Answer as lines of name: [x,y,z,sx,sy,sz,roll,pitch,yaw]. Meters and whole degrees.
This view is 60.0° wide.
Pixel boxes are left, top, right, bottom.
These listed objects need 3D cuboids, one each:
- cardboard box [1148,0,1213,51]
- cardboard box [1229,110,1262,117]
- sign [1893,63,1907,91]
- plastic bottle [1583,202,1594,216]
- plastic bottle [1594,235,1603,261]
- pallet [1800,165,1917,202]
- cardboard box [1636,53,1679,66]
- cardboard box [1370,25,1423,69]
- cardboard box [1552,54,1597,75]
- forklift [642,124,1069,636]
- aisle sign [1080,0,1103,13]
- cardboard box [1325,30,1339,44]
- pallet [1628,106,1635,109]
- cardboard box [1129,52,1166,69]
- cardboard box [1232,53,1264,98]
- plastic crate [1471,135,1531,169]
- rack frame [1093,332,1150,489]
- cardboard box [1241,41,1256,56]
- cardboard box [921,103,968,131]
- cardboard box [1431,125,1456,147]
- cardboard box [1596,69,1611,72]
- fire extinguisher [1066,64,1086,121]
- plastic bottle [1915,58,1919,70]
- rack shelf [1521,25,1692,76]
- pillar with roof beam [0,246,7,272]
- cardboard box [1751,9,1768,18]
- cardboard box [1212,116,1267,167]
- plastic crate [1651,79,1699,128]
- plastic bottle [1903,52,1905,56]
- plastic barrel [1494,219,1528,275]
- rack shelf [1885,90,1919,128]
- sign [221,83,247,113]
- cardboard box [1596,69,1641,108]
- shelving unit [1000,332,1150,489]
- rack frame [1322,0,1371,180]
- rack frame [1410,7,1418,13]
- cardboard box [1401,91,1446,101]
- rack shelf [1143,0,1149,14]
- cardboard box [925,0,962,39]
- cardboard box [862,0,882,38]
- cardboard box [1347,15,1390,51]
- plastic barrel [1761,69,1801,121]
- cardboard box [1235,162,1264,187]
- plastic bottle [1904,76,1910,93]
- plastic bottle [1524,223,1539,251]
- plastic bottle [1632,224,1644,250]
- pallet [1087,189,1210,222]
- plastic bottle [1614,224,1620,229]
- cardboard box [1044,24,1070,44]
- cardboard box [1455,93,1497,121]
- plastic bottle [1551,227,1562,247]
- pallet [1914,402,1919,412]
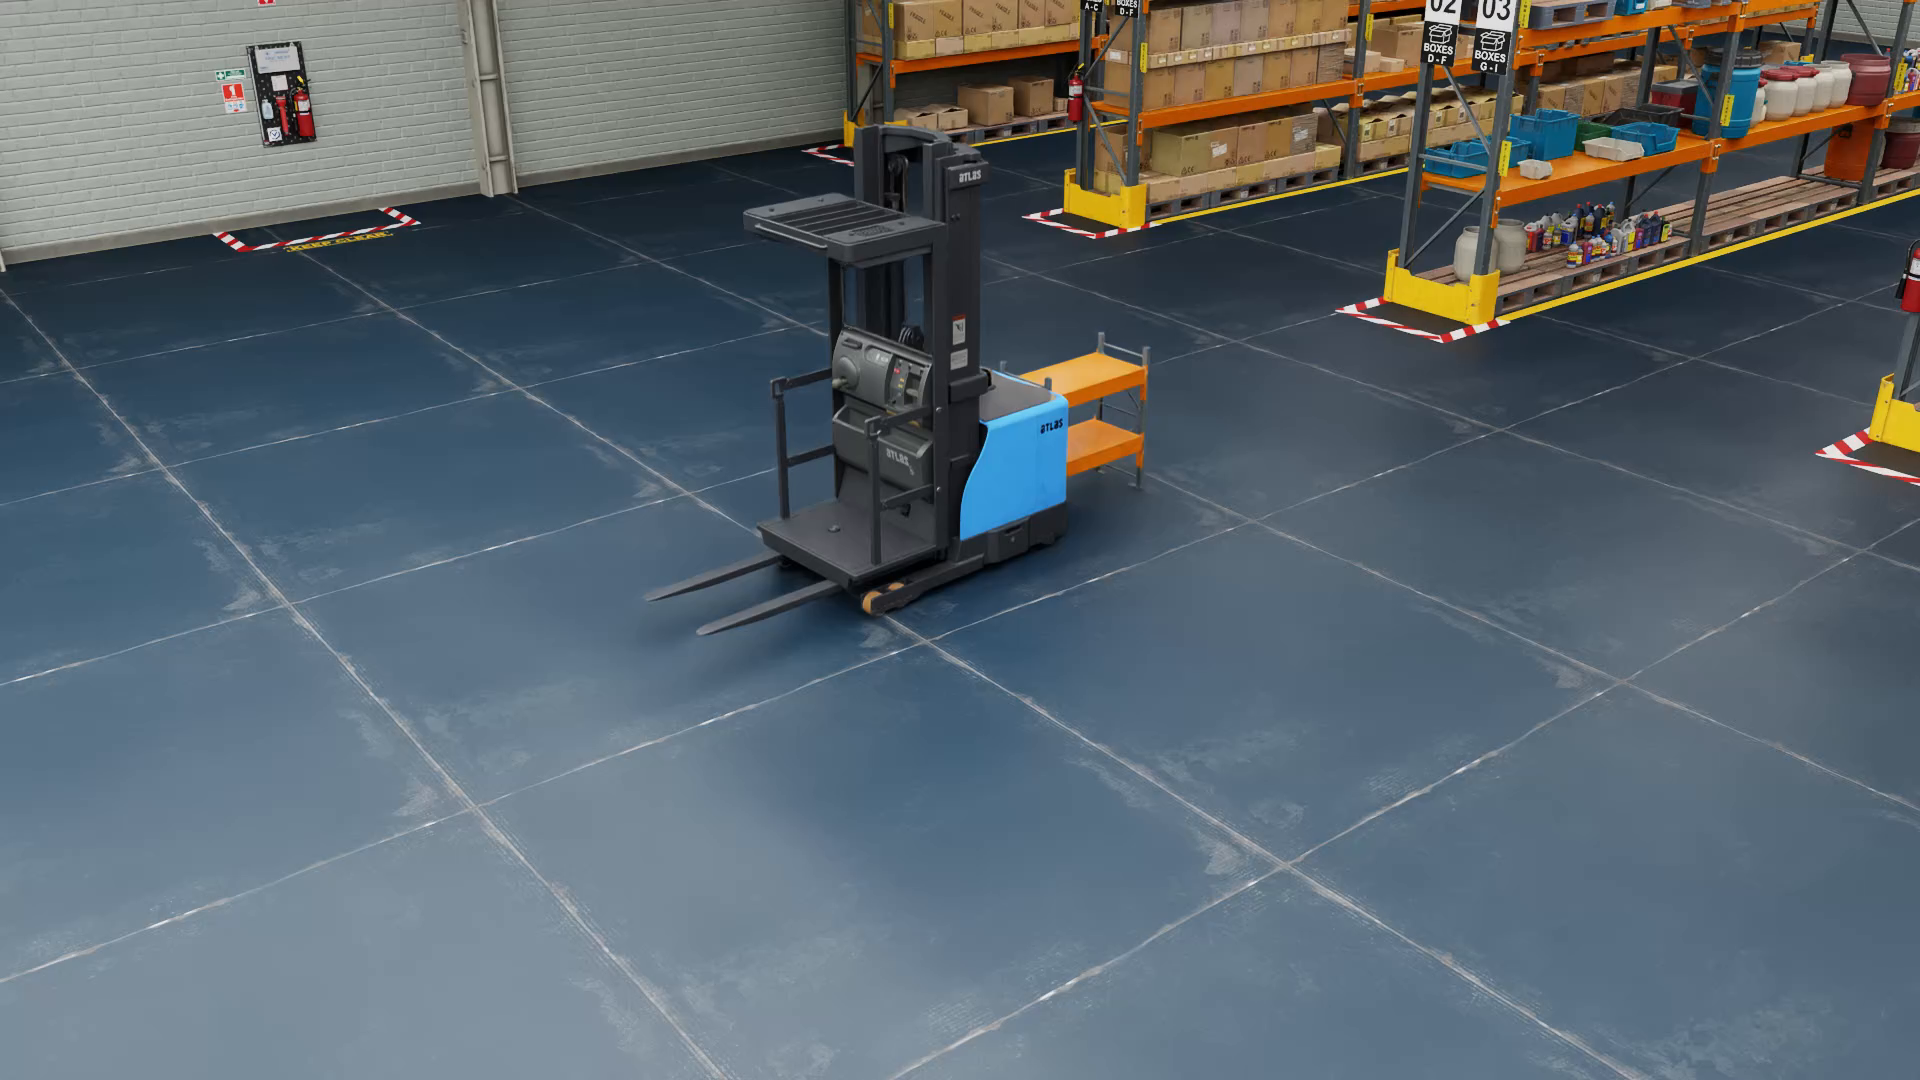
cardboard box: [2.607,-6.222,20.061,0.500,0.500,0.700,-19,31,-35]
cardboard box: [3.582,-5.365,21.751,0.500,0.500,0.500,-18,31,-34]
sign: [11.474,-5.649,20.292,0.005,0.325,0.100,-18,31,-34]
plastic bottle: [7.090,-3.642,18.786,0.185,0.351,0.144,-17,30,-33]
plastic bottle: [6.801,-3.122,17.760,0.097,0.271,0.097,0,25,0]
pallet: [11.723,-4.709,21.774,1.213,0.211,1.003,-18,31,-34]
cardboard box: [11.496,-7.744,27.447,0.500,0.500,0.500,-18,31,-34]
cardboard box: [5.956,-6.735,22.706,0.500,0.500,0.500,-16,29,-30]
cardboard box: [9.510,-7.407,25.830,0.500,0.250,0.500,-19,31,-35]
forklift: [-0.670,-1.078,10.719,3.031,2.935,1.130,-21,32,-37]
aisle sign: [1.547,-6.579,19.401,0.004,0.787,0.394,-18,31,-34]
cardboard box: [4.650,-6.493,21.415,0.250,0.149,0.380,-19,31,-35]
pallet: [10.606,-6.948,26.597,1.213,0.211,1.003,-18,31,-34]
cardboard box: [2.221,-5.689,19.684,0.250,0.149,0.380,-19,31,-34]
cardboard box: [3.371,-5.885,20.875,0.500,0.500,0.700,-17,30,-33]
plastic crate: [5.557,-4.006,17.122,0.408,0.251,0.499,-18,31,-34]
rack frame: [1.225,-0.985,12.663,0.032,1.125,0.500,-21,32,-37]
cardboard box: [3.431,-6.088,20.544,0.250,0.149,0.380,-18,30,-34]
cardboard box: [-0.231,-6.237,24.425,0.500,0.311,0.500,-15,29,-30]
cardboard box: [6.607,-5.724,23.415,0.500,0.250,0.500,-18,30,-33]
cardboard box: [9.881,-7.188,26.248,0.500,0.500,0.500,-18,30,-33]
fire extinguisher: [1.400,-5.407,20.057,0.183,0.674,0.296,-18,31,-34]
plastic bottle: [12.857,-6.373,22.282,0.097,0.201,0.097,0,25,0]
rack shelf: [9.649,-7.591,25.524,4.000,0.370,1.077,-18,31,-34]
pillar with roof beam: [-8.050,-5.606,13.266,0.400,9.000,9.100,-18,31,-34]
cardboard box: [12.987,-8.920,27.415,0.500,0.500,0.500,-19,31,-35]
cardboard box: [3.521,-5.057,21.087,0.500,0.500,0.500,-18,31,-34]
plastic crate: [8.173,-4.973,18.953,0.583,0.464,0.402,-18,31,-34]
plastic bottle: [12.581,-6.395,22.246,0.097,0.271,0.097,0,25,0]
plastic barrel: [5.698,-3.066,17.377,0.421,0.512,0.421,0,25,0]
rack shelf: [12.702,-5.949,21.986,4.000,0.370,1.077,-18,31,-34]
sign: [-8.451,-5.147,19.361,0.234,0.329,0.001,-18,31,-34]
cardboard box: [10.222,-7.023,25.894,0.500,0.500,0.500,-18,30,-33]
shelving unit: [0.846,-0.842,12.356,1.048,1.125,0.538,-21,32,-37]
rack frame: [4.927,-6.358,22.014,0.127,3.000,1.000,-18,31,-34]
rack frame: [8.163,-10.077,30.026,0.127,3.000,1.000,-18,31,-34]
cardboard box: [6.671,-6.285,23.958,0.500,0.311,0.500,-19,31,-35]
rack shelf: [3.353,-6.873,20.415,4.000,0.370,1.077,-18,31,-34]
cardboard box: [-0.324,-7.390,23.501,0.500,0.500,0.500,-18,30,-34]
cardboard box: [-1.040,-7.433,23.594,0.500,0.500,0.500,-19,31,-35]
cardboard box: [7.034,-8.848,29.434,0.750,0.750,0.750,-17,30,-33]
plastic barrel: [9.446,-5.145,19.238,0.433,0.535,0.433,0,25,0]
cardboard box: [3.520,-4.717,21.246,0.500,0.250,0.500,-18,31,-34]
plastic bottle: [11.853,-5.717,20.869,0.097,0.201,0.097,0,25,0]
plastic bottle: [6.223,-3.320,18.181,0.135,0.276,0.152,-18,30,-34]
plastic bottle: [7.398,-3.315,18.161,0.133,0.283,0.061,-16,29,-31]
pallet: [2.356,-4.267,20.820,1.213,0.211,1.003,-18,31,-34]
plastic bottle: [7.163,-3.315,18.160,0.133,0.283,0.061,-18,31,-34]
cardboard box: [1.285,-7.589,24.821,0.500,0.250,0.500,-18,30,-34]
cardboard box: [7.410,-6.240,23.861,0.500,0.311,0.500,-19,31,-35]
plastic bottle: [6.569,-3.338,18.308,0.097,0.201,0.097,0,25,0]
pallet: [8.610,-0.991,13.761,1.213,0.211,1.003,-18,31,-34]
